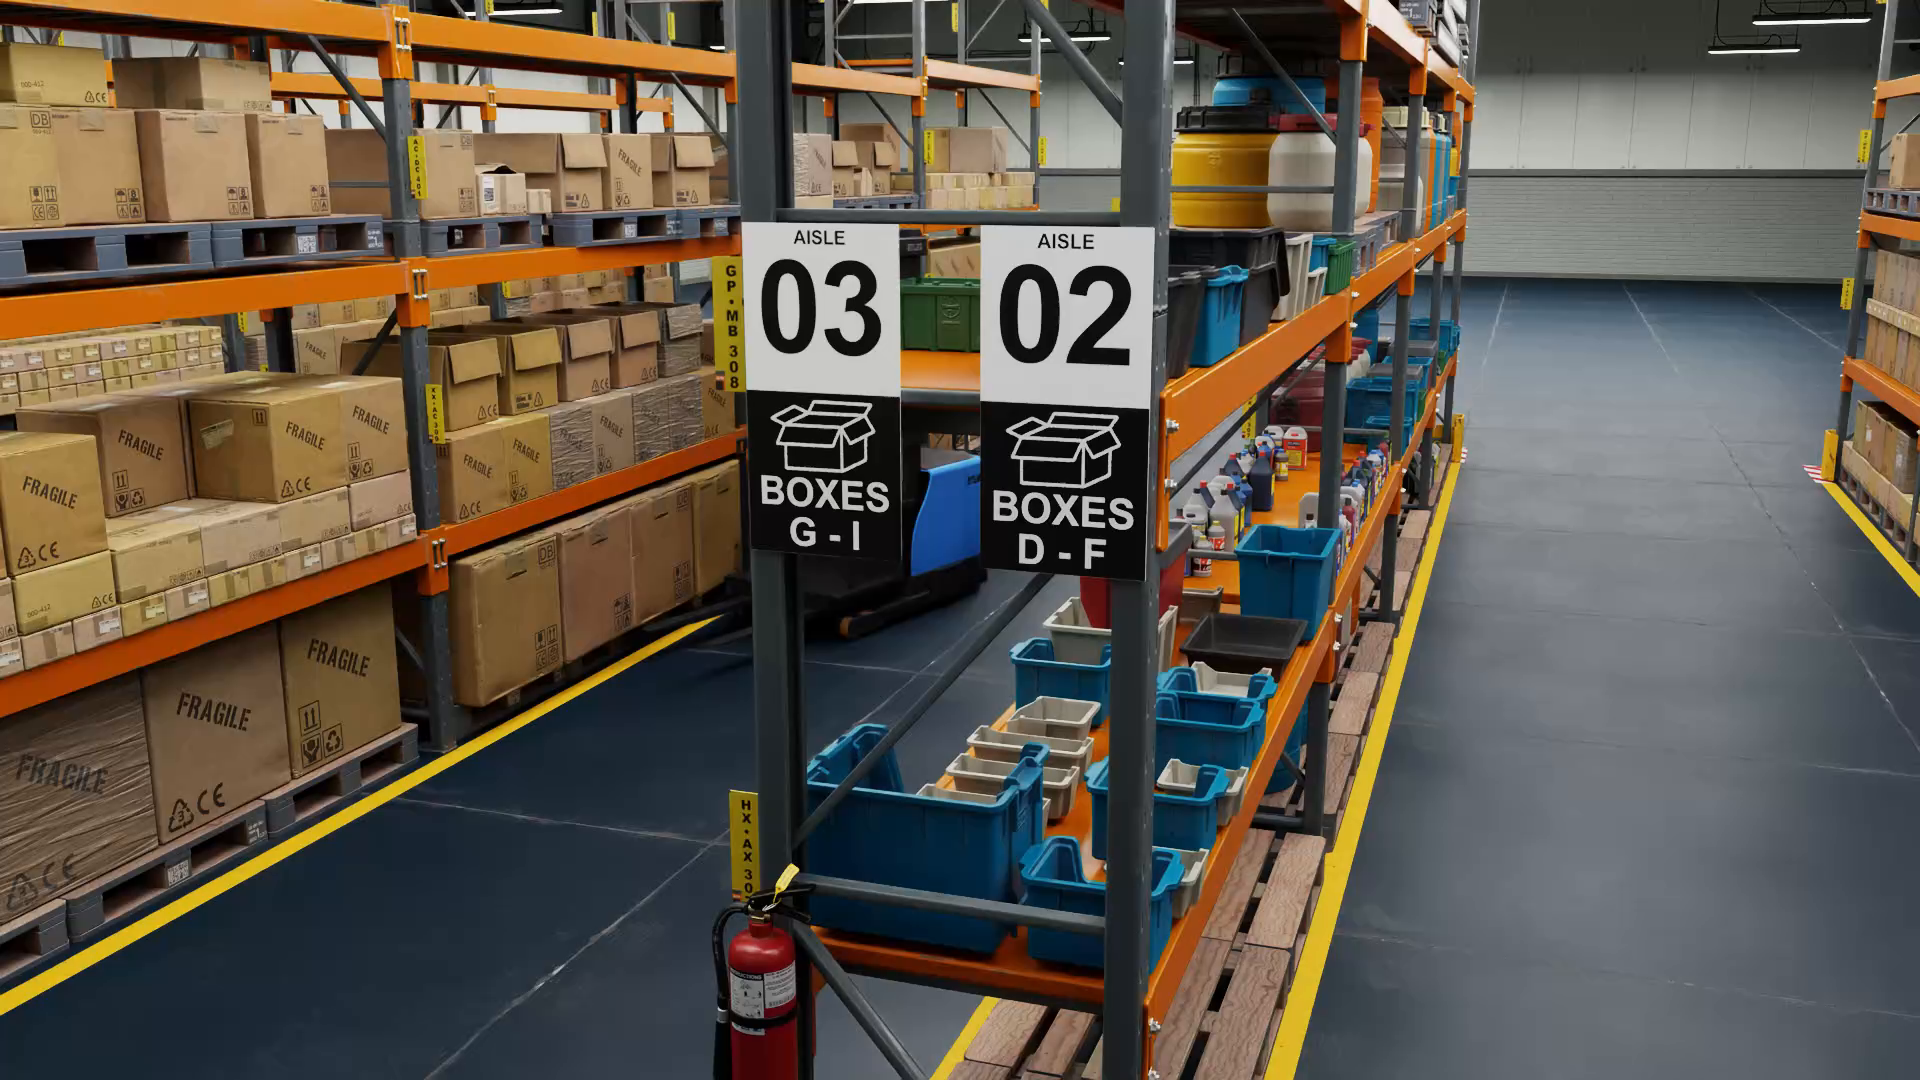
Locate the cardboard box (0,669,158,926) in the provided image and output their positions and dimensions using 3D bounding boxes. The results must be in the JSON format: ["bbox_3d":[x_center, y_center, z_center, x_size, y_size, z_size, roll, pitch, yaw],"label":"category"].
[{"bbox_3d":[-4.285,1.069,7.396,0.875,0.875,0.875,4,14,18],"label":"cardboard box"}]

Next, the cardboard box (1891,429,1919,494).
[{"bbox_3d":[8.660,-0.691,14.823,0.500,0.500,0.500,4,14,18],"label":"cardboard box"}]

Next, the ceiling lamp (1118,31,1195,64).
[{"bbox_3d":[5.256,-14.187,43.805,2.000,3.185,0.800,4,14,18],"label":"ceiling lamp"}]

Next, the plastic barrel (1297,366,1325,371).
[{"bbox_3d":[2.695,-1.045,12.573,0.421,0.512,0.421,0,13,0],"label":"plastic barrel"}]

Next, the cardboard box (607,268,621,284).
[{"bbox_3d":[-4.752,-3.471,20.692,0.875,0.550,0.550,4,14,18],"label":"cardboard box"}]

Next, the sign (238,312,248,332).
[{"bbox_3d":[-6.266,-1.982,14.506,0.100,0.325,0.005,4,14,18],"label":"sign"}]

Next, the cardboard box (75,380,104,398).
[{"bbox_3d":[-6.928,-1.169,12.989,0.380,0.149,0.250,5,14,20],"label":"cardboard box"}]

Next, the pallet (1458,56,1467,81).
[{"bbox_3d":[4.492,-4.671,16.555,1.003,0.211,1.213,4,14,18],"label":"pallet"}]

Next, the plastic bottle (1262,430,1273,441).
[{"bbox_3d":[2.055,-0.605,11.188,0.097,0.271,0.097,0,13,0],"label":"plastic bottle"}]

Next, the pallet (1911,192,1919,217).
[{"bbox_3d":[8.795,-2.844,14.164,1.003,0.211,1.213,4,14,18],"label":"pallet"}]

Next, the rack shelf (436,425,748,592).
[{"bbox_3d":[-2.770,-0.343,11.366,1.077,0.370,4.000,4,14,18],"label":"rack shelf"}]

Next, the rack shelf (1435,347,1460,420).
[{"bbox_3d":[4.505,-1.671,17.184,1.077,0.370,4.000,4,14,18],"label":"rack shelf"}]

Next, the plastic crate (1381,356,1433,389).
[{"bbox_3d":[3.796,-1.338,14.145,0.392,0.384,0.575,4,14,18],"label":"plastic crate"}]

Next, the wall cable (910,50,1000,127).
[{"bbox_3d":[-0.216,-14.308,53.079,3.097,2.526,0.112,4,14,18],"label":"wall cable"}]

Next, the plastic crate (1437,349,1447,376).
[{"bbox_3d":[4.565,-1.763,16.445,0.450,0.188,0.662,4,14,18],"label":"plastic crate"}]

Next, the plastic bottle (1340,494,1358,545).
[{"bbox_3d":[2.080,-0.120,9.054,0.152,0.276,0.135,4,14,18],"label":"plastic bottle"}]

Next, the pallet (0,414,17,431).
[{"bbox_3d":[-7.385,-0.980,12.971,1.003,0.211,1.213,4,14,18],"label":"pallet"}]

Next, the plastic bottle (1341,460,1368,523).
[{"bbox_3d":[2.273,-0.280,9.585,0.144,0.351,0.185,4,14,18],"label":"plastic bottle"}]

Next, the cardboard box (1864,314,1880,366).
[{"bbox_3d":[9.675,-2.037,16.945,0.700,0.500,0.500,4,14,18],"label":"cardboard box"}]

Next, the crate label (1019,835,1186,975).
[{"bbox_3d":[0.367,0.950,4.325,0.416,0.233,0.303,4,14,18],"label":"crate label"}]

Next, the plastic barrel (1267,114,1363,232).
[{"bbox_3d":[1.677,-1.742,7.890,0.433,0.535,0.433,0,13,0],"label":"plastic barrel"}]

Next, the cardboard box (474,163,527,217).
[{"bbox_3d":[-2.977,-2.121,10.054,0.500,0.311,0.500,4,13,16],"label":"cardboard box"}]

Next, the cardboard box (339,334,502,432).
[{"bbox_3d":[-3.218,-0.945,9.910,0.797,0.503,0.637,4,13,17],"label":"cardboard box"}]

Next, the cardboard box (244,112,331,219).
[{"bbox_3d":[-3.613,-1.868,8.298,0.700,0.500,0.500,4,13,15],"label":"cardboard box"}]

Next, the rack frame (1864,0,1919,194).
[{"bbox_3d":[9.838,-5.010,16.715,1.000,3.000,0.127,4,14,18],"label":"rack frame"}]

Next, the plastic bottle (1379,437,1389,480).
[{"bbox_3d":[2.762,-0.537,10.861,0.061,0.283,0.133,4,14,18],"label":"plastic bottle"}]

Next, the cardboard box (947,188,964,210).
[{"bbox_3d":[-0.274,-3.534,17.328,0.500,0.250,0.500,4,14,18],"label":"cardboard box"}]

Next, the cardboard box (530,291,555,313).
[{"bbox_3d":[-5.224,-2.604,19.321,0.875,0.550,0.550,4,14,18],"label":"cardboard box"}]

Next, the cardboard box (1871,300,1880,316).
[{"bbox_3d":[9.425,-2.327,16.761,0.380,0.149,0.250,4,13,17],"label":"cardboard box"}]

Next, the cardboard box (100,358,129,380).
[{"bbox_3d":[-6.844,-1.367,13.188,0.380,0.149,0.250,4,14,18],"label":"cardboard box"}]

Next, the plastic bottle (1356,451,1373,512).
[{"bbox_3d":[2.376,-0.347,9.878,0.144,0.351,0.185,4,14,18],"label":"plastic bottle"}]

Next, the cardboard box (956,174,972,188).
[{"bbox_3d":[-0.095,-3.808,17.631,0.380,0.149,0.250,4,13,17],"label":"cardboard box"}]

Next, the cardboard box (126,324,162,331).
[{"bbox_3d":[-7.117,-1.781,14.335,0.380,0.149,0.250,4,14,18],"label":"cardboard box"}]

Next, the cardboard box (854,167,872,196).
[{"bbox_3d":[-1.038,-3.353,15.557,0.396,0.266,0.258,5,14,20],"label":"cardboard box"}]

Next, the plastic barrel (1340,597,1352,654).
[{"bbox_3d":[2.324,0.480,10.793,0.421,0.512,0.421,0,13,0],"label":"plastic barrel"}]

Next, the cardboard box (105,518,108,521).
[{"bbox_3d":[-4.312,0.053,7.685,0.500,0.250,0.500,4,14,19],"label":"cardboard box"}]

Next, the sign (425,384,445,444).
[{"bbox_3d":[-2.891,-0.694,9.162,0.100,0.325,0.005,4,14,18],"label":"sign"}]

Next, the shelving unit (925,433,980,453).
[{"bbox_3d":[0.002,-0.733,14.827,0.431,1.500,0.755,4,14,18],"label":"shelving unit"}]

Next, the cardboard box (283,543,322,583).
[{"bbox_3d":[-3.455,0.100,8.373,0.380,0.149,0.250,5,14,19],"label":"cardboard box"}]

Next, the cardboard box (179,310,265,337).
[{"bbox_3d":[-6.628,-2.123,15.078,0.700,0.500,0.500,4,14,18],"label":"cardboard box"}]

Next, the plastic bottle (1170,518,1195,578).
[{"bbox_3d":[1.091,0.038,8.358,0.152,0.276,0.135,4,14,18],"label":"plastic bottle"}]

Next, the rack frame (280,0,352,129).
[{"bbox_3d":[-8.911,-6.437,22.969,1.000,3.000,0.127,4,14,18],"label":"rack frame"}]

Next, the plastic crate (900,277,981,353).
[{"bbox_3d":[0.024,-0.661,4.879,0.450,0.188,0.336,4,14,18],"label":"plastic crate"}]

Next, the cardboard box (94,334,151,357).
[{"bbox_3d":[-6.759,-1.565,13.387,0.380,0.149,0.250,5,14,20],"label":"cardboard box"}]

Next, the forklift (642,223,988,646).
[{"bbox_3d":[-1.032,-0.837,12.068,1.130,2.935,3.031,9,16,34],"label":"forklift"}]

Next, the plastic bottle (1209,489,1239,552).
[{"bbox_3d":[1.394,-0.099,8.790,0.144,0.351,0.185,4,14,18],"label":"plastic bottle"}]

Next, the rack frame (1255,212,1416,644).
[{"bbox_3d":[2.564,-0.758,11.569,1.000,3.000,0.127,4,14,18],"label":"rack frame"}]

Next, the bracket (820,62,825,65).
[{"bbox_3d":[-3.934,-15.220,53.360,0.076,0.066,3.189,4,14,18],"label":"bracket"}]

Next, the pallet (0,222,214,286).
[{"bbox_3d":[-4.088,-1.264,7.244,1.003,0.211,1.213,4,14,18],"label":"pallet"}]

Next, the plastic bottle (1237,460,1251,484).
[{"bbox_3d":[1.669,-0.338,10.006,0.152,0.276,0.135,4,14,18],"label":"plastic bottle"}]

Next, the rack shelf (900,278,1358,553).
[{"bbox_3d":[0.623,-0.607,5.780,1.077,0.370,4.000,4,14,18],"label":"rack shelf"}]

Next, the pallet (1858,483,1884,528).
[{"bbox_3d":[9.234,-0.306,15.853,1.003,0.211,1.213,4,14,18],"label":"pallet"}]

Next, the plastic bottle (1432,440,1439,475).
[{"bbox_3d":[4.771,-0.832,16.856,0.144,0.351,0.185,5,14,21],"label":"plastic bottle"}]
